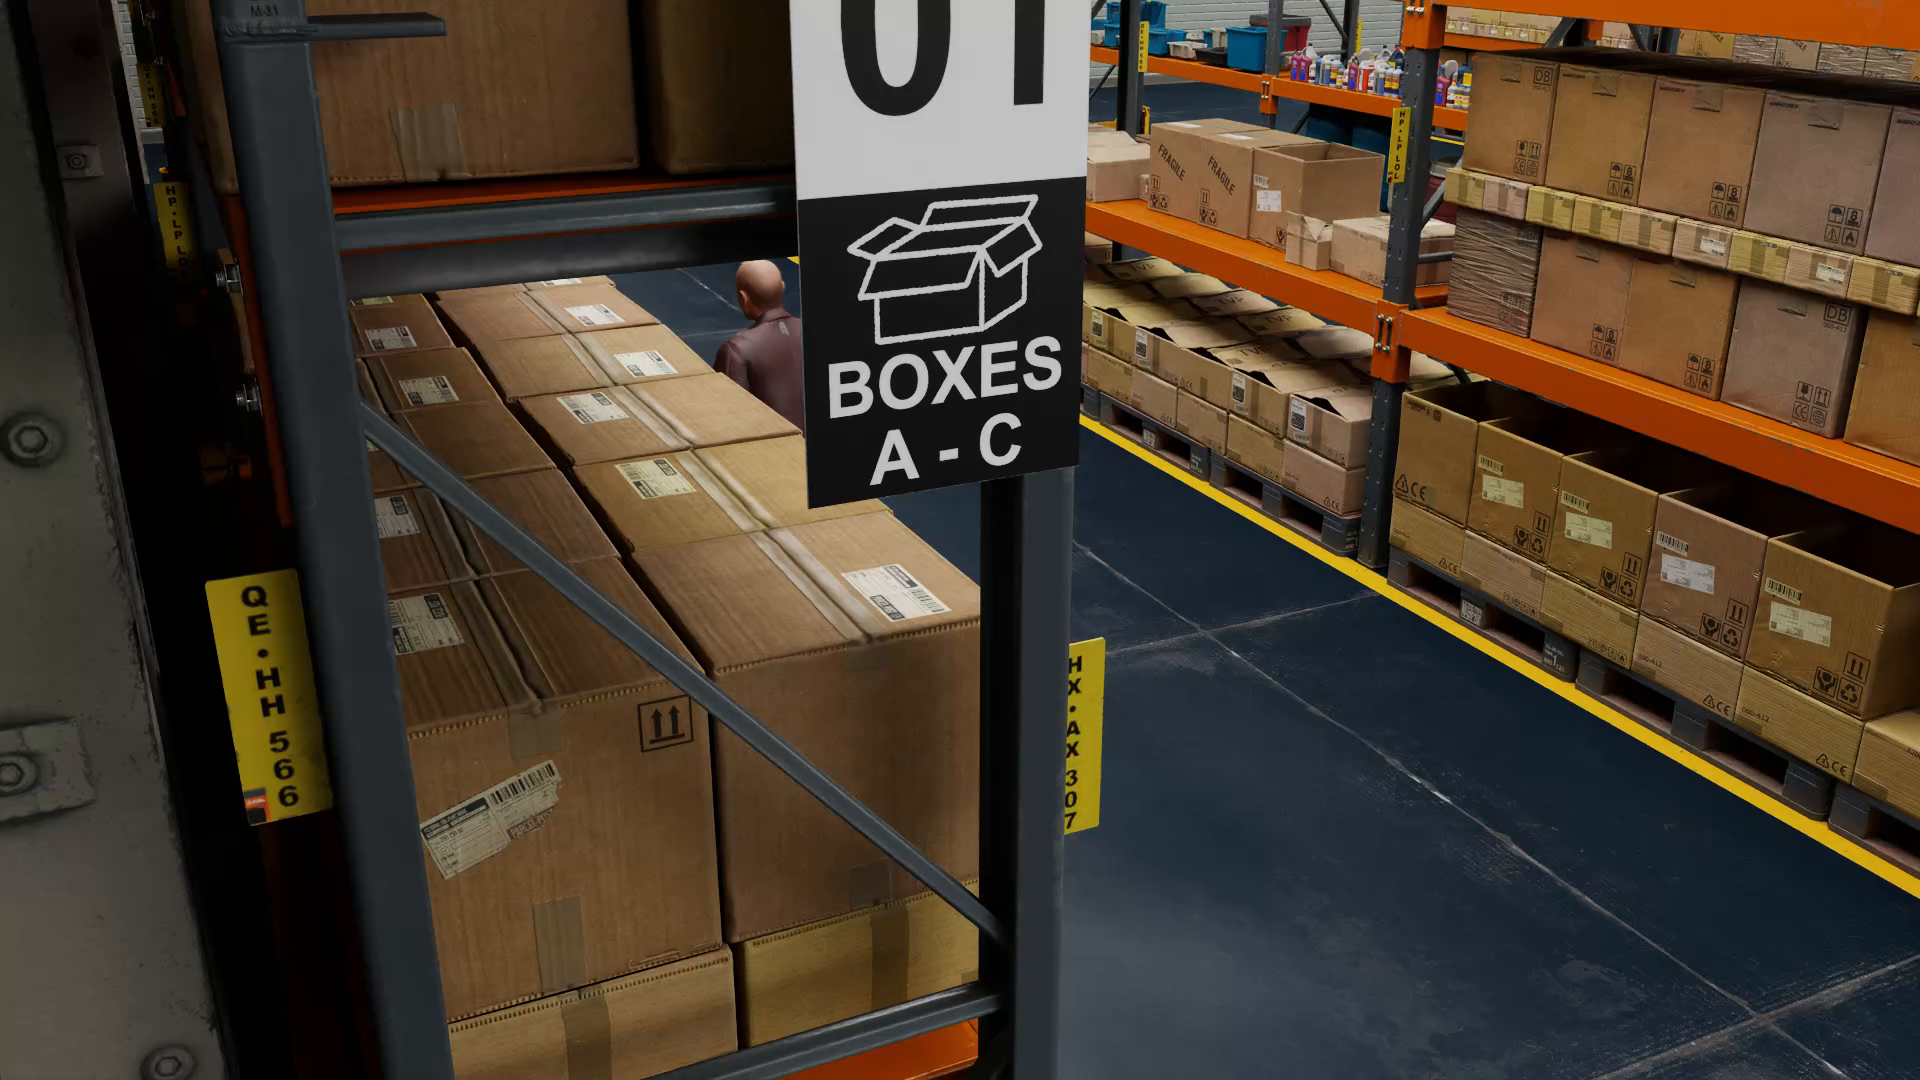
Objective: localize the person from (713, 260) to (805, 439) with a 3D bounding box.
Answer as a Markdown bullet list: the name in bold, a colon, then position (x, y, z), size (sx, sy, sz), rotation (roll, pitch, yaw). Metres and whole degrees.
- **person**: position (-0.742, -0.266, 6.771), size (0.632, 1.774, 0.402), rotation (-17, 28, -37)
